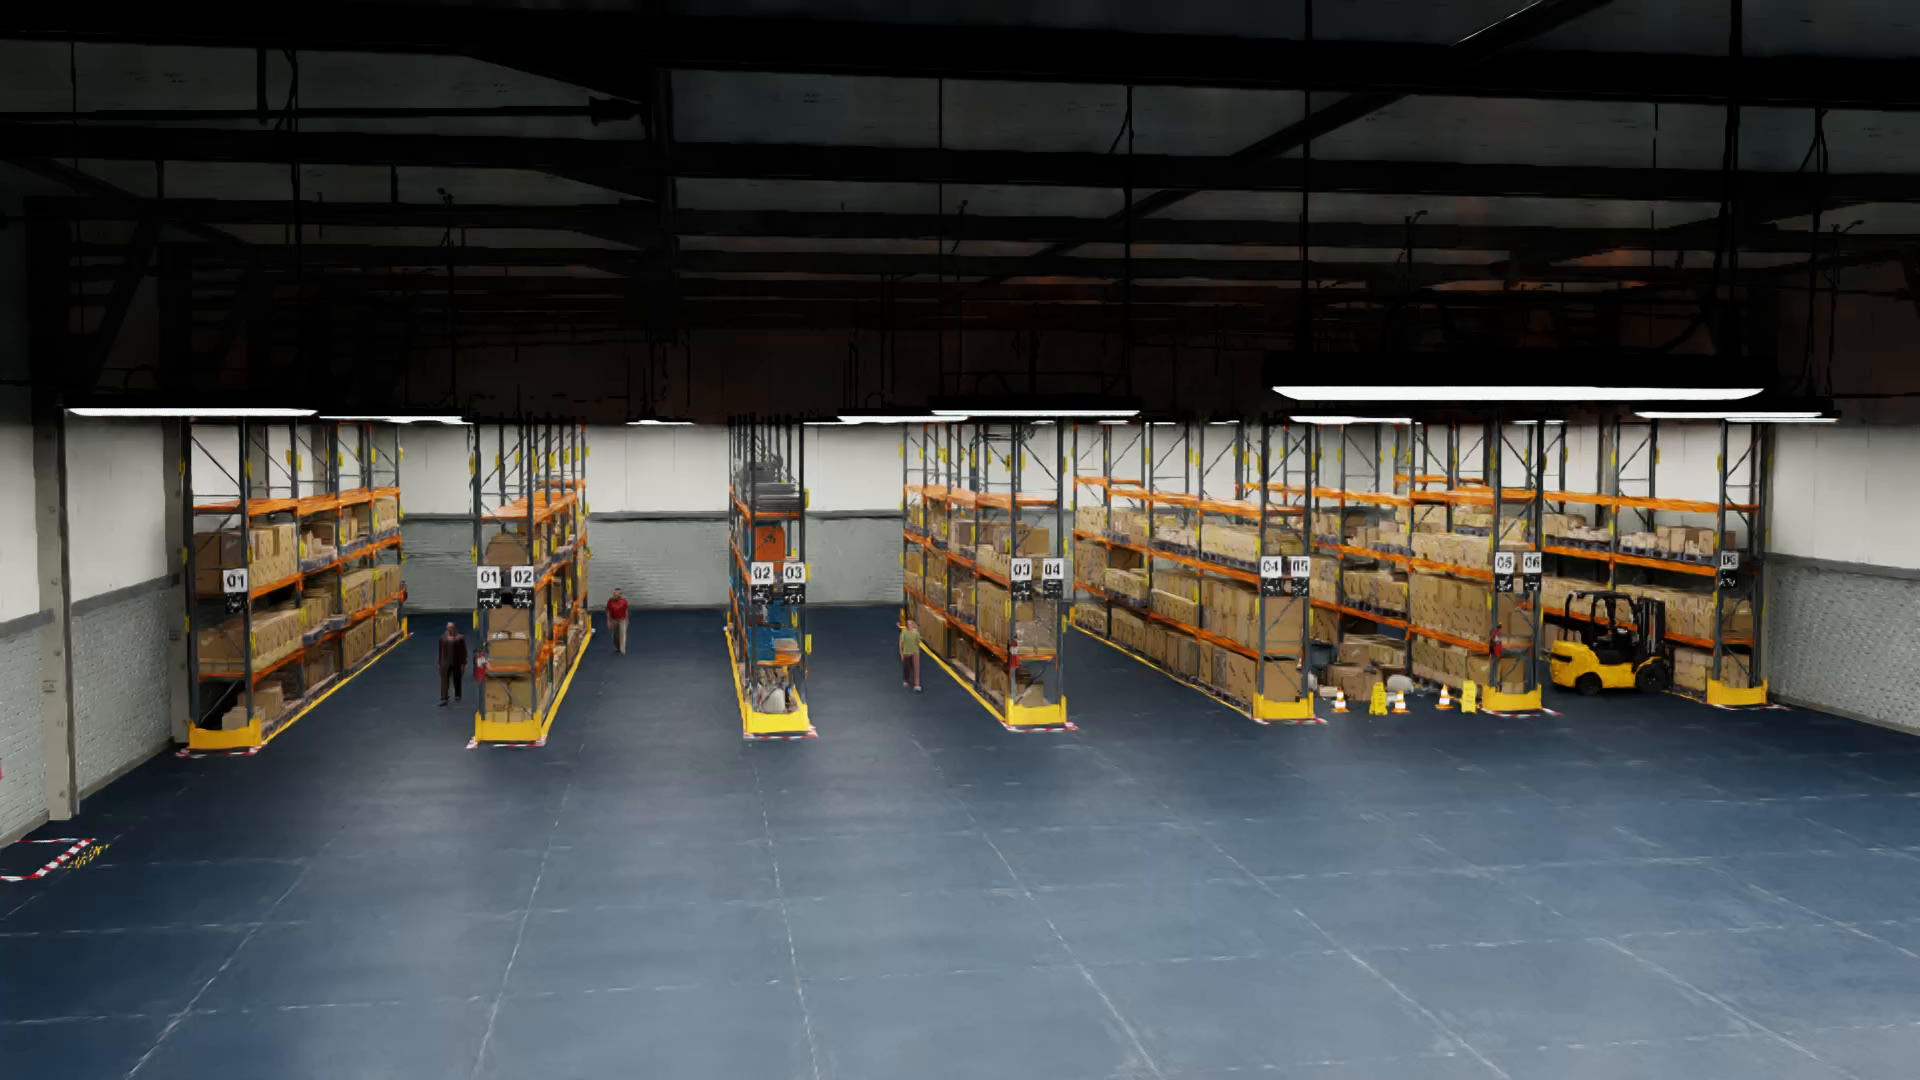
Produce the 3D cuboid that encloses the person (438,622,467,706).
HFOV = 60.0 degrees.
[{"bbox_3d":[-10.464,2.520,34.259,0.589,1.697,1.174,-1,4,-11],"label":"person"}]

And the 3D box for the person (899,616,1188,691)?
[{"bbox_3d":[1.721,2.319,38.356,6.573,1.609,4.620,0,4,-7],"label":"person"}]

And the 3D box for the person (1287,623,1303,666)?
[{"bbox_3d":[8.015,2.106,39.833,0.475,1.783,0.637,-3,5,-38],"label":"person"}]

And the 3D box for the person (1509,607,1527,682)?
[{"bbox_3d":[12.549,2.339,37.352,0.490,1.677,0.514,-3,5,-37],"label":"person"}]

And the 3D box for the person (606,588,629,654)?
[{"bbox_3d":[-8.627,2.033,41.859,0.544,1.641,1.112,-1,4,-7],"label":"person"}]
